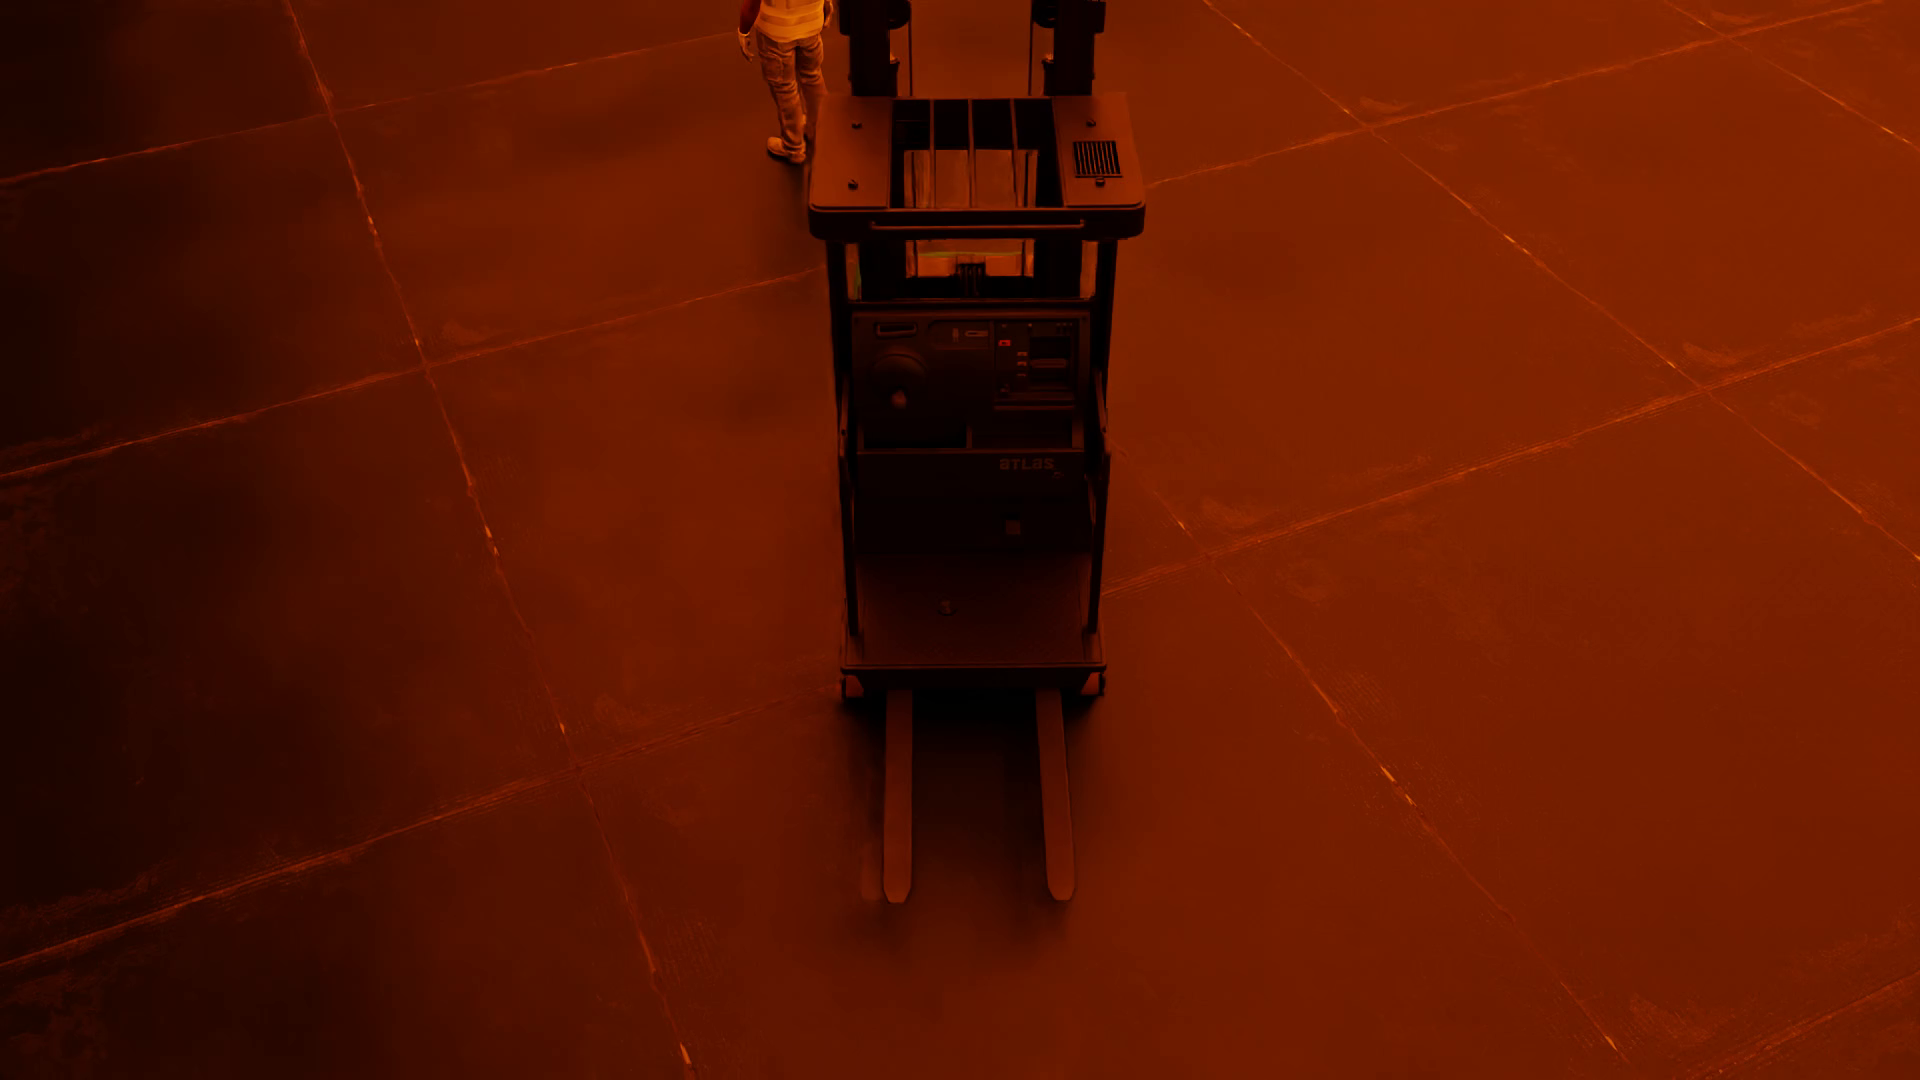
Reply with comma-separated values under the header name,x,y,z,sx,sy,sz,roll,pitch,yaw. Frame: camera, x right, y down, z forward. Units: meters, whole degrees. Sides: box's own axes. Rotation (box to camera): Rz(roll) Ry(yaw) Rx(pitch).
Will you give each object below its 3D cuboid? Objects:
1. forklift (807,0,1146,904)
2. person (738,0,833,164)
name,x,y,z,sx,sy,sz,roll,pitch,yaw
forklift,0.048,-0.617,6.341,1.130,2.935,3.031,-1,43,-1
person,-1.047,-3.069,9.799,0.656,1.782,0.577,-28,50,-27
